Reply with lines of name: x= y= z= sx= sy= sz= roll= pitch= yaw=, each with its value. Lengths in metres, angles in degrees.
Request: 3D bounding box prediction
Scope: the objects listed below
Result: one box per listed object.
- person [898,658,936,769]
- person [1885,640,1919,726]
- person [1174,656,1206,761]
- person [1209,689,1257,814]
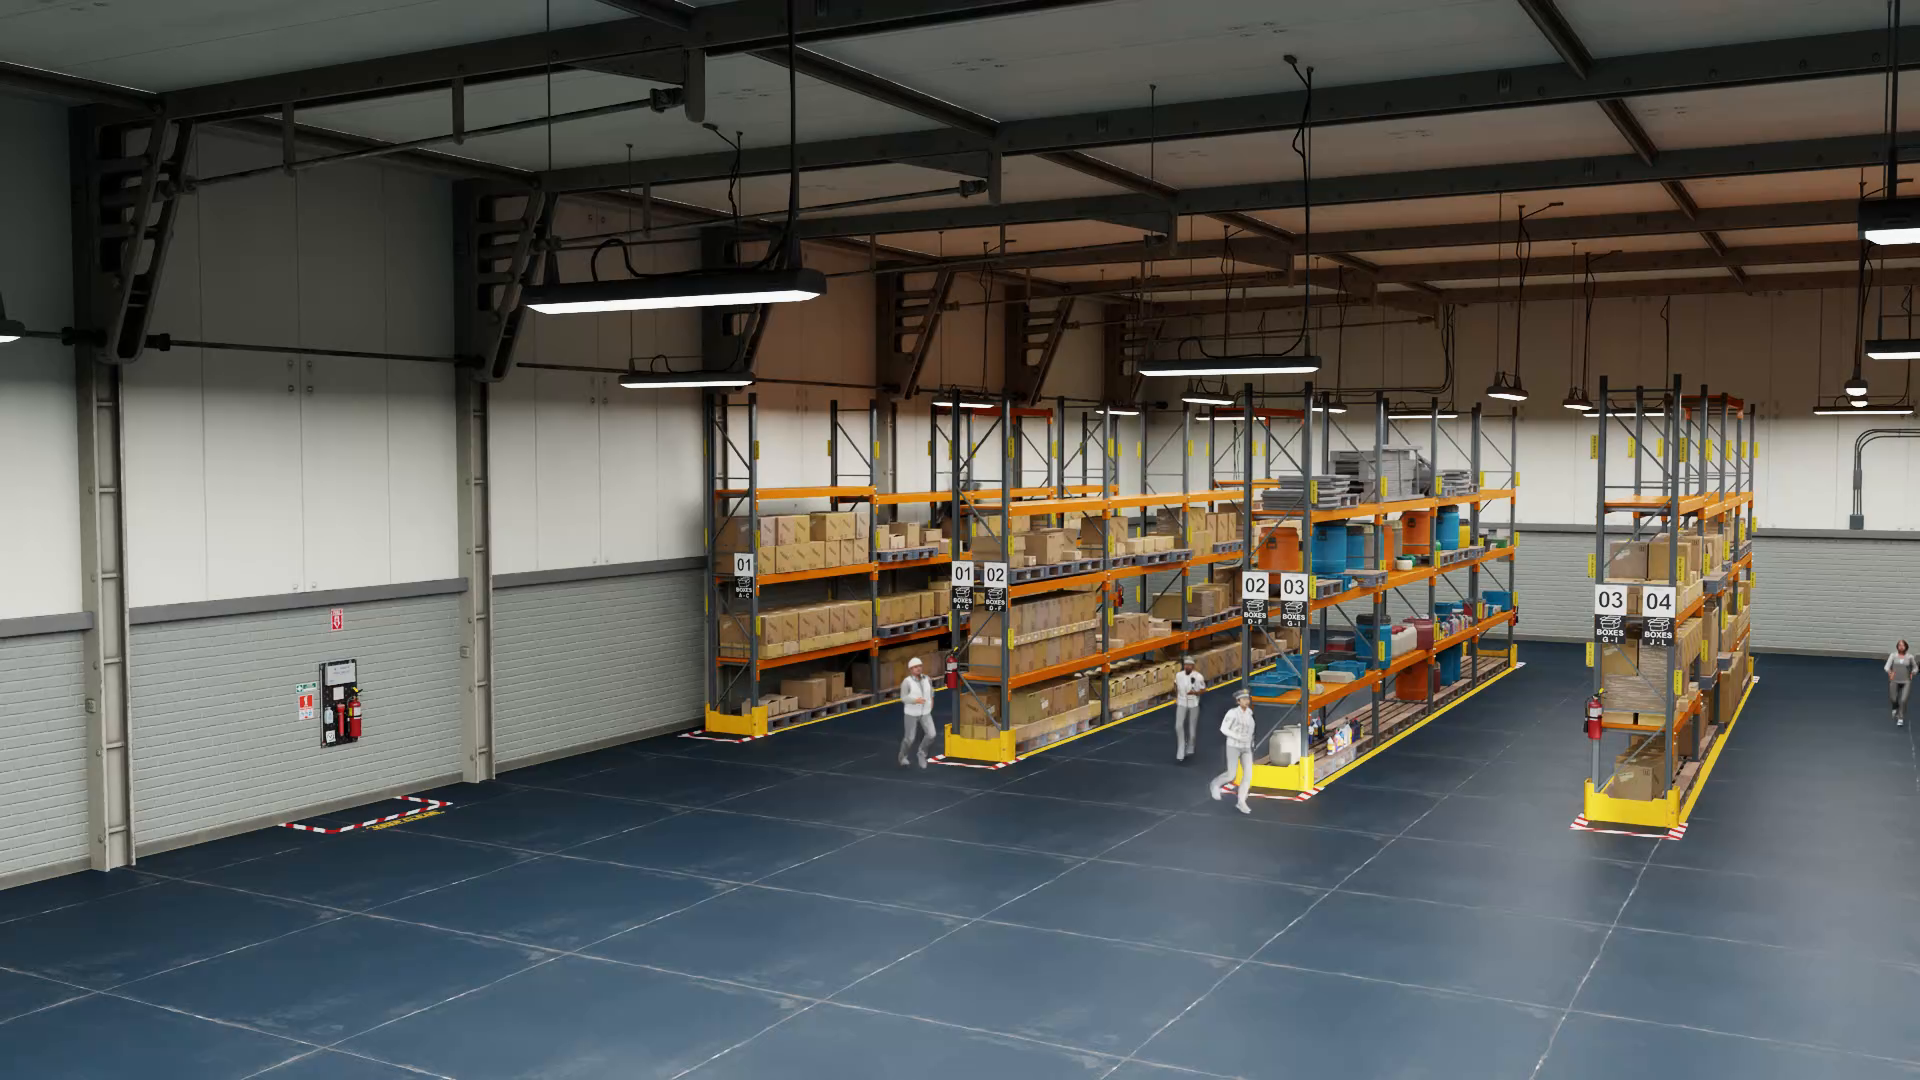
person: x=-0.651 y=2.708 z=26.009 sx=0.664 sy=1.753 sz=0.853 roll=-2 pitch=3 yaw=-26
person: x=17.134 y=2.591 z=30.268 sx=0.537 sy=1.548 sz=0.563 roll=2 pitch=4 yaw=31
person: x=3.715 y=2.714 z=26.949 sx=0.559 sy=1.716 sz=0.757 roll=1 pitch=3 yaw=16
person: x=3.889 y=2.915 z=23.272 sx=0.628 sy=1.697 sz=0.801 roll=-2 pitch=3 yaw=-27
